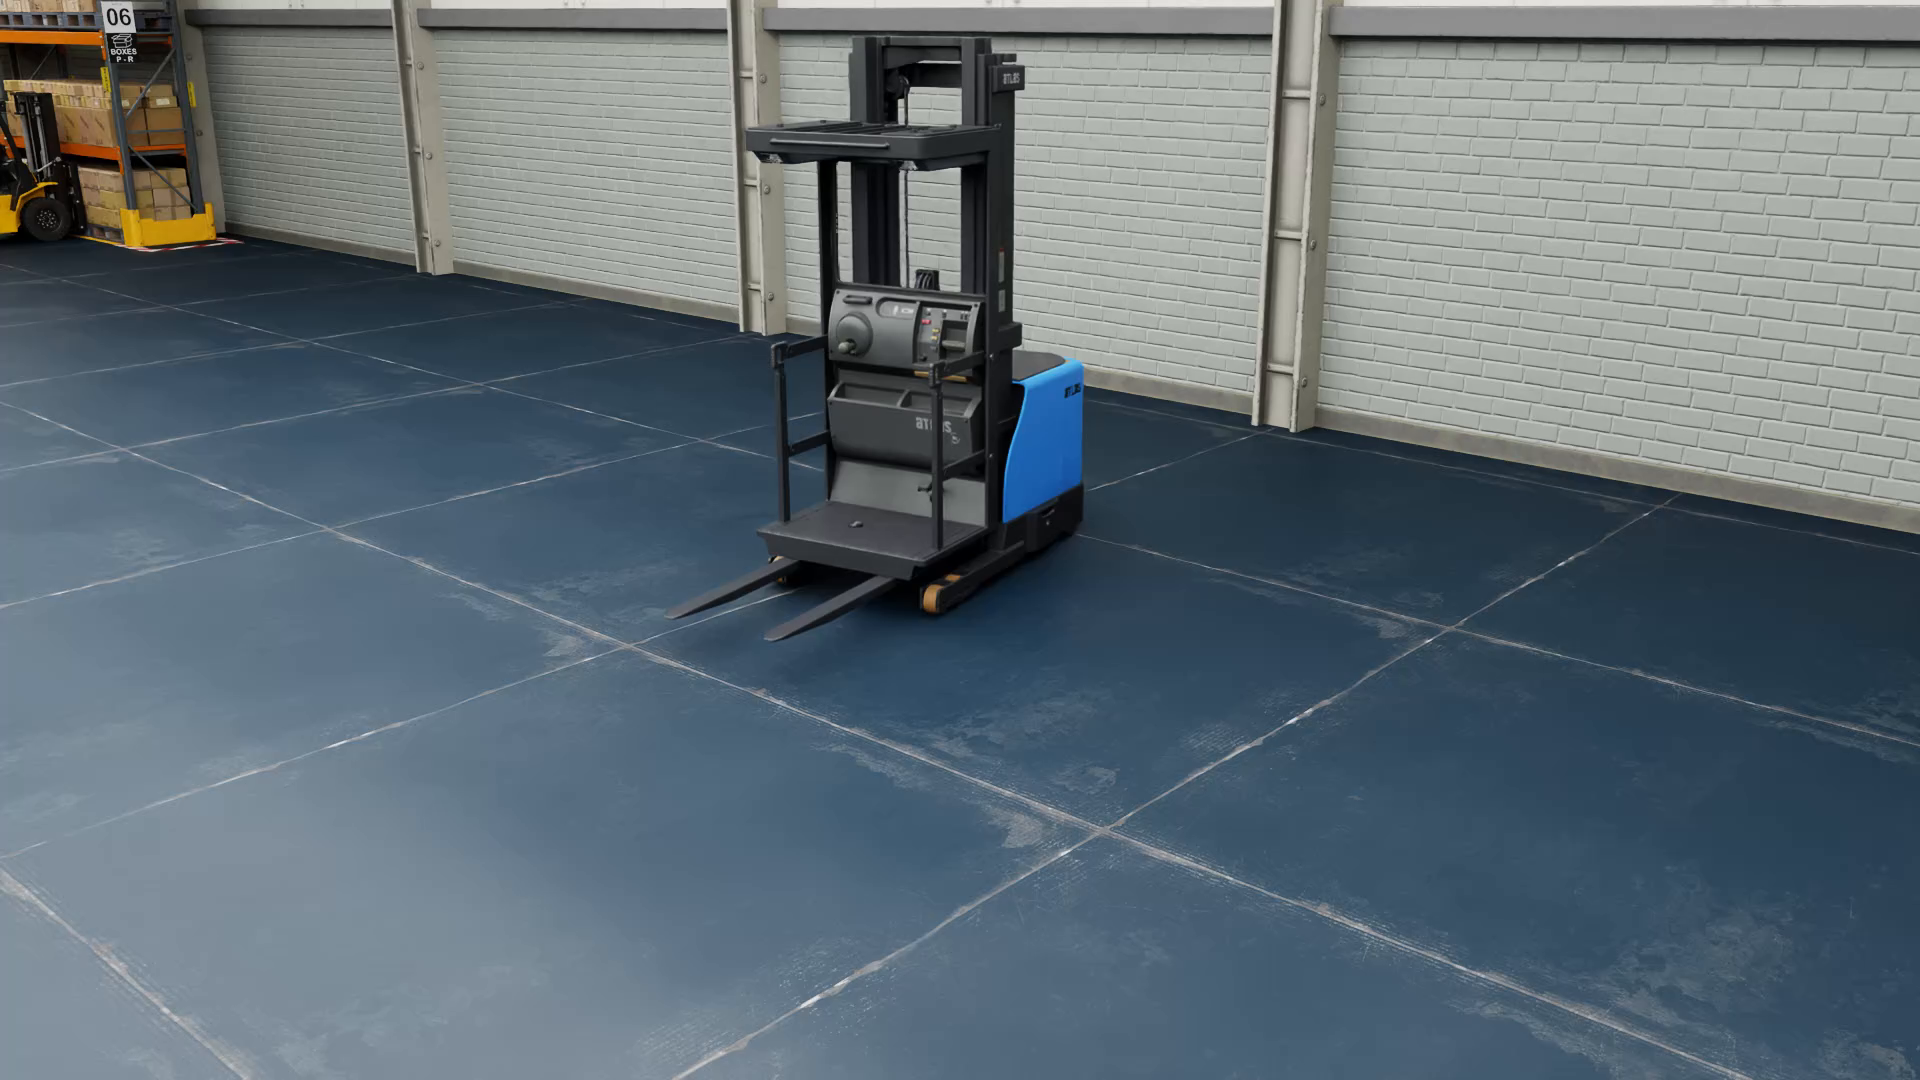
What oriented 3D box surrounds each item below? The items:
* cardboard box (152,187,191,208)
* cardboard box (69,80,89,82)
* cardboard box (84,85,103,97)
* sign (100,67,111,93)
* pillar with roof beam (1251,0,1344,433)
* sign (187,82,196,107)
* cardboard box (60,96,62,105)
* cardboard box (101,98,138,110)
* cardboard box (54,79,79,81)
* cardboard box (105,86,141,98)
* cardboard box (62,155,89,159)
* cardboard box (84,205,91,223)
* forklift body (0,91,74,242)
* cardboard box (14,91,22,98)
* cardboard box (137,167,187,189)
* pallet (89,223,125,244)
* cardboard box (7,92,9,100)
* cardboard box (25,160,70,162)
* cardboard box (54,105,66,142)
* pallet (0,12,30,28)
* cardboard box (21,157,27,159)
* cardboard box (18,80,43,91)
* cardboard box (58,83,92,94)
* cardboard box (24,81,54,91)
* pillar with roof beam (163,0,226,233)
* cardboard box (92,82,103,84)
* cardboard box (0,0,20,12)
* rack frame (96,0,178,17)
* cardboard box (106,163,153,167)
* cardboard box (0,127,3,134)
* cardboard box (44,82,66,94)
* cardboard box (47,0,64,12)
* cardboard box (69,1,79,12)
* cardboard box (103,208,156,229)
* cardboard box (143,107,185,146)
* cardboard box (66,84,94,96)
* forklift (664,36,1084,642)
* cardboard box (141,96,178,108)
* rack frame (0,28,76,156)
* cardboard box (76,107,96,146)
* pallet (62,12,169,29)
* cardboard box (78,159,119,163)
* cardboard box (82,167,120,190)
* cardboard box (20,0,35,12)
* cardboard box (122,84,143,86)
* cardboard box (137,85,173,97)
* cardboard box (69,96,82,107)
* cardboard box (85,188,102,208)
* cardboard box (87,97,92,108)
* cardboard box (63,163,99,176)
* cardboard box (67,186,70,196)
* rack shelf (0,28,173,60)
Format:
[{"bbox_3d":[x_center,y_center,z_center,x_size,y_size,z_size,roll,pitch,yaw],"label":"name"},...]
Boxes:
[{"bbox_3d":[-11.238,-4.863,23.502,0.500,0.250,0.500,16,23,40],"label":"cardboard box"},{"bbox_3d":[-12.981,-6.754,24.706,0.250,0.149,0.380,14,23,38],"label":"cardboard box"},{"bbox_3d":[-11.851,-6.206,22.978,0.250,0.149,0.380,16,23,40],"label":"cardboard box"},{"bbox_3d":[-11.395,-6.139,22.191,0.005,0.325,0.100,15,23,39],"label":"sign"},{"bbox_3d":[-0.342,-4.209,8.498,0.400,9.000,9.100,15,23,39],"label":"pillar with roof beam"},{"bbox_3d":[-10.652,-6.169,23.029,0.005,0.325,0.100,15,23,39],"label":"sign"},{"bbox_3d":[-12.572,-6.280,23.703,0.250,0.149,0.380,15,23,39],"label":"cardboard box"},{"bbox_3d":[-11.470,-5.957,22.686,0.250,0.149,0.380,15,23,40],"label":"cardboard box"},{"bbox_3d":[-13.417,-6.840,24.977,0.250,0.149,0.380,14,23,38],"label":"cardboard box"},{"bbox_3d":[-11.432,-6.117,22.698,0.250,0.149,0.380,15,23,39],"label":"cardboard box"},{"bbox_3d":[-13.520,-5.708,25.338,0.500,0.250,0.500,16,23,40],"label":"cardboard box"},{"bbox_3d":[-12.319,-4.711,23.849,0.500,0.250,0.500,15,23,40],"label":"cardboard box"},{"bbox_3d":[-13.654,-5.158,22.807,1.214,2.155,2.313,15,23,39],"label":"forklift body"},{"bbox_3d":[-13.758,-6.579,24.645,0.250,0.149,0.380,16,23,41],"label":"cardboard box"},{"bbox_3d":[-11.258,-5.100,23.420,0.500,0.250,0.500,15,23,38],"label":"cardboard box"},{"bbox_3d":[-11.624,-4.409,23.656,1.213,0.211,1.003,15,23,39],"label":"pallet"},{"bbox_3d":[-14.419,-6.772,25.255,0.250,0.149,0.380,16,24,41],"label":"cardboard box"},{"bbox_3d":[-13.487,-5.490,24.651,0.500,0.250,0.500,15,23,39],"label":"cardboard box"},{"bbox_3d":[-12.716,-5.989,23.858,0.500,0.500,0.500,15,23,40],"label":"cardboard box"},{"bbox_3d":[-13.361,-7.619,24.349,1.213,0.211,1.003,15,23,39],"label":"pallet"},{"bbox_3d":[-14.989,-5.725,26.425,0.625,0.625,0.875,15,23,39],"label":"cardboard box"},{"bbox_3d":[-13.707,-6.737,24.651,0.250,0.149,0.380,15,23,40],"label":"cardboard box"},{"bbox_3d":[-12.583,-6.424,23.664,0.250,0.149,0.380,15,23,40],"label":"cardboard box"},{"bbox_3d":[-13.398,-6.609,24.247,0.250,0.149,0.380,16,23,40],"label":"cardboard box"},{"bbox_3d":[-13.804,-7.823,19.886,0.400,9.000,9.100,15,23,39],"label":"pillar with roof beam"},{"bbox_3d":[-12.272,-6.526,23.985,0.250,0.149,0.380,15,23,40],"label":"cardboard box"},{"bbox_3d":[-13.556,-7.810,24.092,0.500,0.311,0.500,16,23,40],"label":"cardboard box"},{"bbox_3d":[-11.024,-8.454,21.872,0.127,3.000,1.000,15,23,39],"label":"rack frame"},{"bbox_3d":[-12.001,-5.302,24.058,0.500,0.250,0.500,15,23,39],"label":"cardboard box"},{"bbox_3d":[-14.567,-6.368,25.466,0.500,0.250,0.500,16,23,40],"label":"cardboard box"},{"bbox_3d":[-12.959,-6.524,23.981,0.250,0.149,0.380,15,23,39],"label":"cardboard box"},{"bbox_3d":[-12.217,-7.581,23.058,0.500,0.500,0.700,15,23,40],"label":"cardboard box"},{"bbox_3d":[-11.846,-7.250,22.593,0.250,0.149,0.380,14,22,38],"label":"cardboard box"},{"bbox_3d":[-11.586,-4.507,23.204,0.500,0.250,0.500,15,23,40],"label":"cardboard box"},{"bbox_3d":[-11.211,-5.804,23.276,0.500,0.500,0.500,16,24,41],"label":"cardboard box"},{"bbox_3d":[-12.256,-6.300,23.274,0.250,0.149,0.380,16,23,41],"label":"cardboard box"},{"bbox_3d":[-0.415,-1.153,8.900,1.130,2.935,3.031,10,20,28],"label":"forklift"},{"bbox_3d":[-11.106,-6.078,23.066,0.250,0.149,0.380,14,23,38],"label":"cardboard box"},{"bbox_3d":[-14.016,-6.397,25.311,0.127,3.000,1.000,15,23,39],"label":"rack frame"},{"bbox_3d":[-11.949,-5.787,23.224,0.500,0.500,0.500,16,24,41],"label":"cardboard box"},{"bbox_3d":[-11.536,-7.130,22.805,1.213,0.211,1.003,15,23,39],"label":"pallet"},{"bbox_3d":[-12.761,-5.505,24.699,0.500,0.250,0.500,15,23,40],"label":"cardboard box"},{"bbox_3d":[-11.962,-5.083,23.369,0.500,0.250,0.500,16,23,40],"label":"cardboard box"},{"bbox_3d":[-13.108,-7.644,23.643,0.258,0.266,0.396,14,23,38],"label":"cardboard box"},{"bbox_3d":[-11.514,-6.318,23.333,0.250,0.149,0.380,16,23,40],"label":"cardboard box"},{"bbox_3d":[-11.134,-6.209,22.986,0.250,0.149,0.380,14,23,38],"label":"cardboard box"},{"bbox_3d":[-12.243,-6.163,23.335,0.250,0.149,0.380,14,22,38],"label":"cardboard box"},{"bbox_3d":[-11.964,-4.852,23.467,0.500,0.250,0.500,15,23,39],"label":"cardboard box"},{"bbox_3d":[-11.834,-6.068,23.035,0.250,0.149,0.380,16,23,40],"label":"cardboard box"},{"bbox_3d":[-12.720,-5.286,24.007,0.500,0.250,0.500,14,23,38],"label":"cardboard box"},{"bbox_3d":[-12.736,-5.052,24.097,0.500,0.250,0.500,15,23,39],"label":"cardboard box"},{"bbox_3d":[-12.520,-7.083,23.700,4.000,0.370,1.077,15,23,39],"label":"rack shelf"}]
